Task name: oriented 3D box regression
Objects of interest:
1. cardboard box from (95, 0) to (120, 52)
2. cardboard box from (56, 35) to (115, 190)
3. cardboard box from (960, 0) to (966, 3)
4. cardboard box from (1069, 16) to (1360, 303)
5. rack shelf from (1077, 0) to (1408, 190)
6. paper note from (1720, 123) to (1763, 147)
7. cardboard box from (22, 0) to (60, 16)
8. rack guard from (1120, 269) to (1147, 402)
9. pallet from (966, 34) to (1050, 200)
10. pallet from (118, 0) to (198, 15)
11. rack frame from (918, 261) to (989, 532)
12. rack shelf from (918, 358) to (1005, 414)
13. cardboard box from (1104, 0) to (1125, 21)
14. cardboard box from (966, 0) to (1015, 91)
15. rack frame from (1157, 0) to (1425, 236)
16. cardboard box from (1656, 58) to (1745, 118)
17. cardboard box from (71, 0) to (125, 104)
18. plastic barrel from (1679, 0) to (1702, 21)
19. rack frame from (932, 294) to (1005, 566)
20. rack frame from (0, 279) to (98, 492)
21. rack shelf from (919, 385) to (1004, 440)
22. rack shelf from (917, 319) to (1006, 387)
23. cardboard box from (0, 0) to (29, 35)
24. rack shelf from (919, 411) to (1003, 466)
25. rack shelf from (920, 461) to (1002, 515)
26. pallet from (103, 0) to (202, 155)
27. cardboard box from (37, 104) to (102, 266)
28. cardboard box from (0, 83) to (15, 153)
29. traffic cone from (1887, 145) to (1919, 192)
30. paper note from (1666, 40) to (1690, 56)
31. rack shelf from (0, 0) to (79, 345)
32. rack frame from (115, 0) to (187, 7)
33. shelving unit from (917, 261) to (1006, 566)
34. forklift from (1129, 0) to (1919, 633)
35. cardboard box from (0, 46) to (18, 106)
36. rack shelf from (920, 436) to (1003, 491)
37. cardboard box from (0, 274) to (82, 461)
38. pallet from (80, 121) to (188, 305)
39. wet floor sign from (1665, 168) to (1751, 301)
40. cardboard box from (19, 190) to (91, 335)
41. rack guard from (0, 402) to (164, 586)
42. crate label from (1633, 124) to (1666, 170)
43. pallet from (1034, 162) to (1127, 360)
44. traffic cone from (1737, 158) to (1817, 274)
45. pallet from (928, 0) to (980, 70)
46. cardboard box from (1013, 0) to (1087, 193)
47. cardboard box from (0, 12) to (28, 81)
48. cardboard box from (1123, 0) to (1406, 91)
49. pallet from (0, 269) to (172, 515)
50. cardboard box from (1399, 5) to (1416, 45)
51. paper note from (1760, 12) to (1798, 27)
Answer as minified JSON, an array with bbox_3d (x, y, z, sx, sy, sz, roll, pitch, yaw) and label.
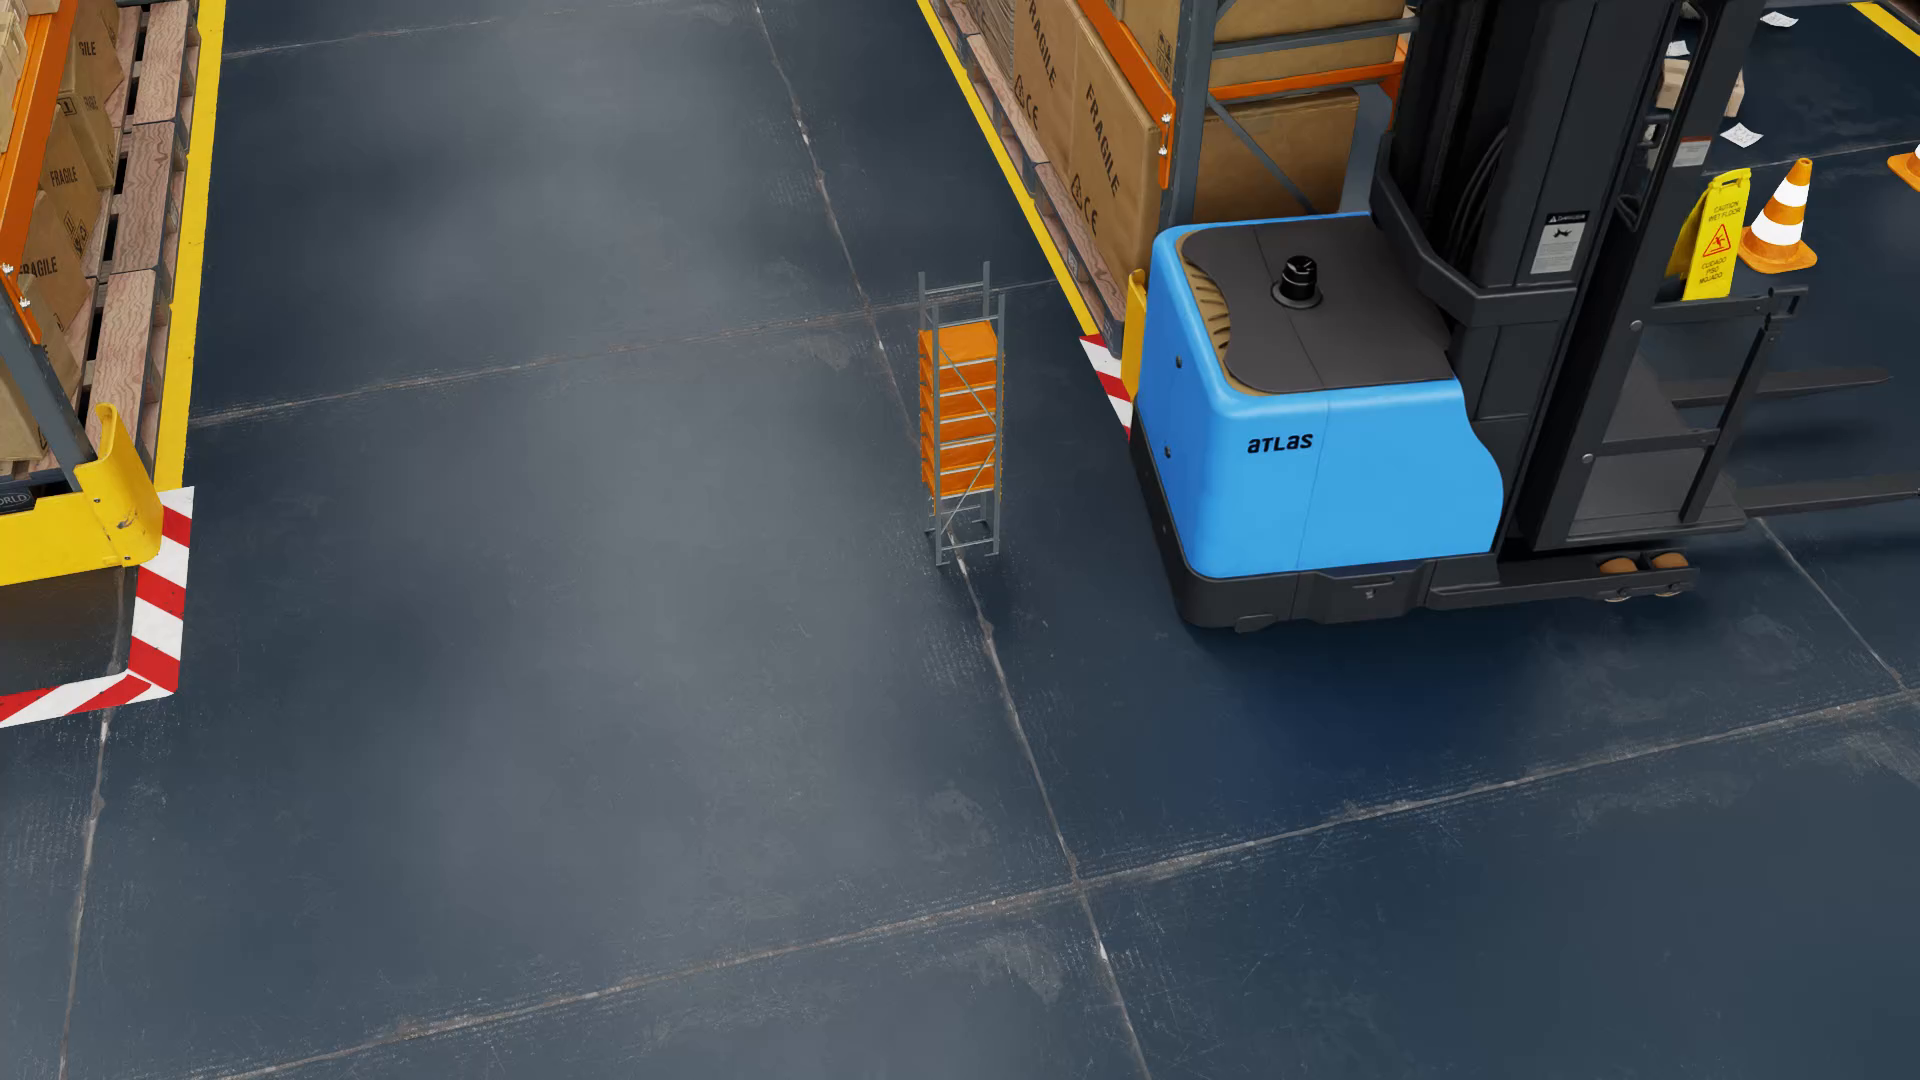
[{"bbox_3d":[-4.526,-2.683,8.235,0.500,0.500,0.500,-12,47,-12],"label":"cardboard box"},{"bbox_3d":[-4.137,-1.874,7.443,0.500,0.500,0.500,-15,47,-14],"label":"cardboard box"},{"bbox_3d":[0.324,-3.487,8.761,0.875,0.875,0.875,-10,46,-10],"label":"cardboard box"},{"bbox_3d":[1.018,-1.629,6.940,0.875,0.875,0.875,-10,47,-10],"label":"cardboard box"},{"bbox_3d":[0.743,-2.899,7.494,1.077,0.370,4.000,-11,47,-10],"label":"rack shelf"},{"bbox_3d":[3.848,-1.994,8.183,0.148,0.019,0.142,-26,51,-24],"label":"paper note"},{"bbox_3d":[-3.698,-2.138,6.421,0.380,0.149,0.250,-11,47,-10],"label":"cardboard box"},{"bbox_3d":[1.261,-0.878,6.760,1.175,0.500,0.348,-11,47,-10],"label":"rack guard"},{"bbox_3d":[0.666,-2.172,8.231,1.003,0.211,1.213,-11,47,-10],"label":"pallet"},{"bbox_3d":[-4.790,-3.255,9.292,1.003,0.211,1.213,-11,47,-10],"label":"pallet"},{"bbox_3d":[-0.020,-0.473,5.874,0.240,1.200,0.006,-11,47,-10],"label":"rack frame"},{"bbox_3d":[0.004,-0.547,5.672,0.258,0.103,0.180,-11,47,-10],"label":"rack shelf"},{"bbox_3d":[0.954,-2.446,6.442,0.875,0.550,0.550,-11,47,-10],"label":"cardboard box"},{"bbox_3d":[0.559,-2.866,8.152,0.875,0.875,0.875,-10,46,-10],"label":"cardboard box"},{"bbox_3d":[1.255,-1.770,5.884,1.000,3.000,0.127,-11,47,-10],"label":"rack frame"},{"bbox_3d":[3.726,-2.282,8.382,0.380,0.149,0.250,11,47,11],"label":"cardboard box"},{"bbox_3d":[-4.372,-2.289,7.849,0.500,0.500,0.500,3,46,2],"label":"cardboard box"},{"bbox_3d":[4.022,-2.992,8.886,0.512,0.421,0.421,19,48,17],"label":"plastic barrel"},{"bbox_3d":[0.027,-0.347,5.750,0.240,1.200,0.006,-11,47,-10],"label":"rack frame"},{"bbox_3d":[-3.565,-0.932,5.064,1.000,3.000,0.127,-11,47,-10],"label":"rack frame"},{"bbox_3d":[0.004,-0.463,5.758,0.258,0.103,0.180,-11,47,-10],"label":"rack shelf"},{"bbox_3d":[0.004,-0.631,5.586,0.258,0.103,0.180,-11,47,-10],"label":"rack shelf"},{"bbox_3d":[-3.734,-1.947,6.233,0.380,0.149,0.250,-11,47,-10],"label":"cardboard box"},{"bbox_3d":[0.004,-0.379,5.843,0.258,0.103,0.180,-11,47,-10],"label":"rack shelf"},{"bbox_3d":[0.004,-0.211,6.015,0.258,0.103,0.180,-11,47,-10],"label":"rack shelf"},{"bbox_3d":[-4.383,-2.261,8.318,1.003,0.211,1.213,-11,47,-10],"label":"pallet"},{"bbox_3d":[-4.037,-1.481,7.057,0.500,0.500,0.500,-7,46,-7],"label":"cardboard box"},{"bbox_3d":[-3.503,-1.436,5.733,0.380,0.149,0.250,-11,47,-10],"label":"cardboard box"},{"bbox_3d":[4.657,-1.917,7.805,0.336,0.463,0.334,-11,47,-10],"label":"traffic cone"},{"bbox_3d":[3.776,-2.604,8.788,0.148,0.019,0.142,4,46,4],"label":"paper note"},{"bbox_3d":[-4.077,-2.061,6.674,1.077,0.370,4.000,-11,47,-10],"label":"rack shelf"},{"bbox_3d":[-4.590,-3.694,7.770,1.000,3.000,0.127,-11,47,-10],"label":"rack frame"},{"bbox_3d":[0.004,-0.410,5.812,0.258,1.200,0.189,-11,47,-10],"label":"shelving unit"},{"bbox_3d":[2.219,-1.172,5.347,3.031,2.935,1.130,-6,46,-5],"label":"forklift"},{"bbox_3d":[-3.587,-1.605,5.899,0.380,0.149,0.250,-11,47,-10],"label":"cardboard box"},{"bbox_3d":[0.004,-0.295,5.929,0.258,0.103,0.180,-11,47,-10],"label":"rack shelf"},{"bbox_3d":[-3.709,-0.639,6.232,0.500,0.500,0.500,-3,46,-3],"label":"cardboard box"},{"bbox_3d":[-4.067,-1.417,7.491,1.003,0.211,1.213,-11,47,-10],"label":"pallet"},{"bbox_3d":[3.177,-1.288,7.060,0.267,0.644,0.232,-18,48,-17],"label":"wet floor sign"},{"bbox_3d":[-3.895,-1.045,6.630,0.500,0.500,0.500,0,46,0],"label":"cardboard box"},{"bbox_3d":[-3.585,-0.110,6.008,1.175,0.500,0.348,-11,47,-10],"label":"rack guard"},{"bbox_3d":[3.410,-1.897,8.013,0.250,0.136,0.298,-35,55,-30],"label":"crate label"},{"bbox_3d":[0.975,-1.331,7.407,1.003,0.211,1.213,-11,47,-10],"label":"pallet"},{"bbox_3d":[3.671,-1.480,7.376,0.336,0.463,0.334,-11,47,-10],"label":"traffic cone"},{"bbox_3d":[0.350,-3.016,9.058,1.003,0.211,1.213,-11,47,-10],"label":"pallet"},{"bbox_3d":[0.790,-2.236,7.535,0.875,0.875,0.875,-11,47,-11],"label":"cardboard box"},{"bbox_3d":[-3.644,-1.779,6.069,0.380,0.149,0.250,-11,47,-10],"label":"cardboard box"},{"bbox_3d":[1.116,-2.070,6.073,0.875,0.550,0.550,-11,47,-10],"label":"cardboard box"},{"bbox_3d":[-3.759,-0.576,6.667,1.003,0.211,1.213,-11,47,-10],"label":"pallet"},{"bbox_3d":[2.452,-2.724,8.734,0.396,0.266,0.258,-3,46,-3],"label":"cardboard box"},{"bbox_3d":[4.428,-2.817,8.989,0.142,0.019,0.148,-26,51,-24],"label":"paper note"}]
